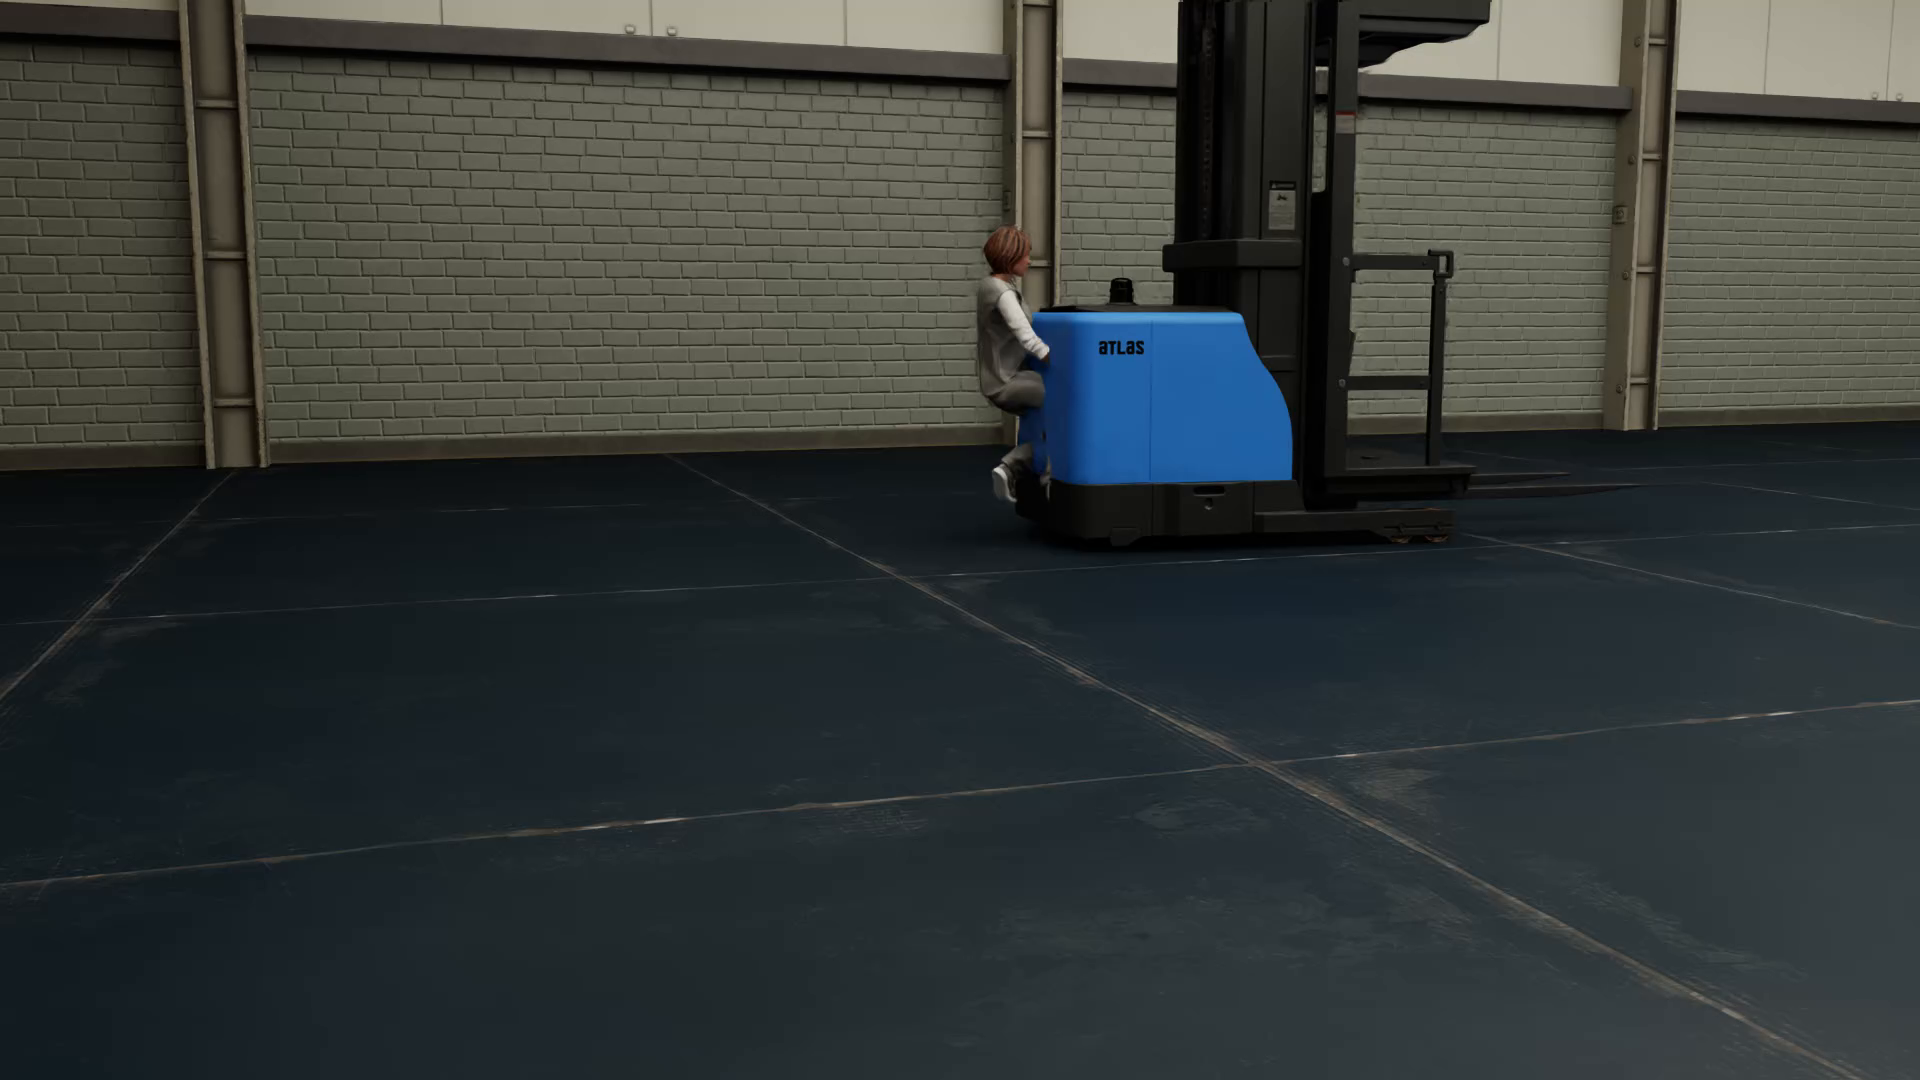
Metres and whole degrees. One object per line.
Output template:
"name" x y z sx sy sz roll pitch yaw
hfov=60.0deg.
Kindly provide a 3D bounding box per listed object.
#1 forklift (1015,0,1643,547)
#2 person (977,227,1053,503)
"forklift" 1.852 -1.501 8.088 3.031 2.935 1.130 -2 8 -13
"person" 0.377 -0.820 7.955 0.592 1.313 0.664 0 8 2
